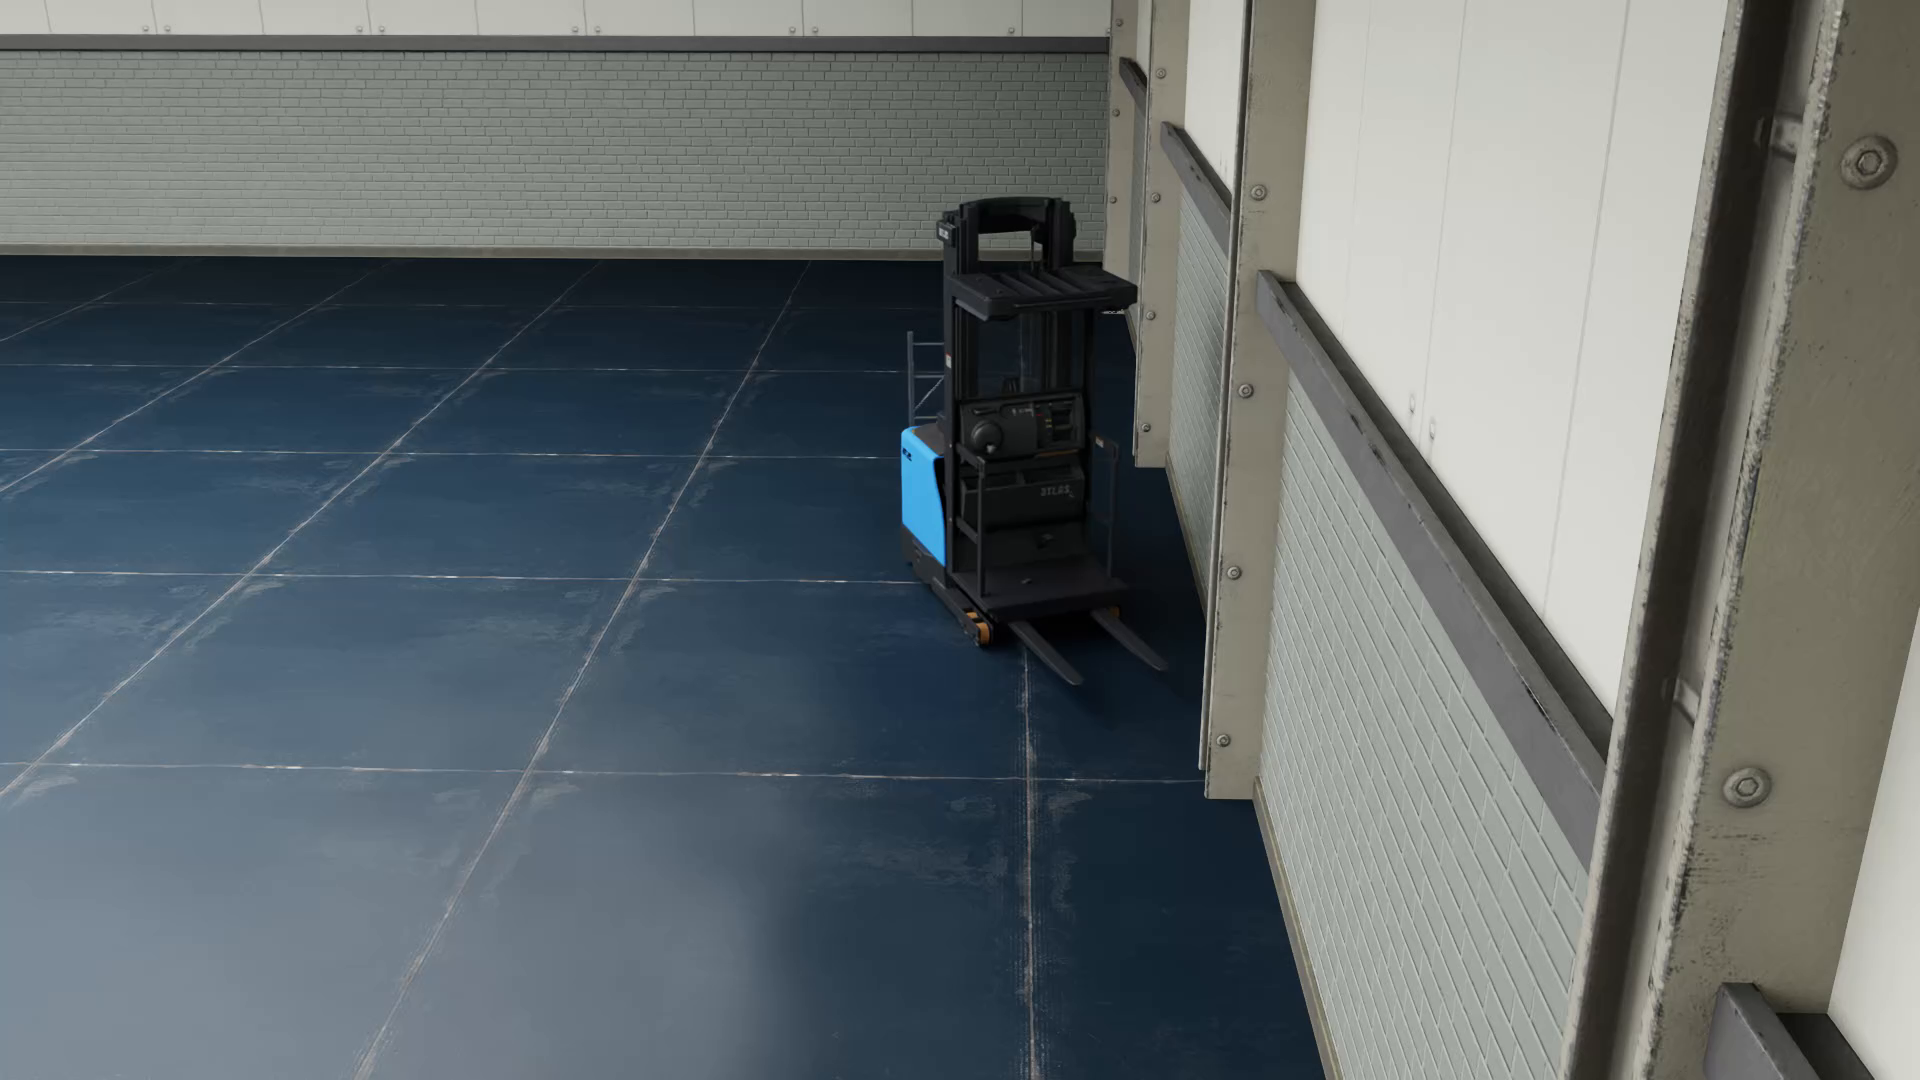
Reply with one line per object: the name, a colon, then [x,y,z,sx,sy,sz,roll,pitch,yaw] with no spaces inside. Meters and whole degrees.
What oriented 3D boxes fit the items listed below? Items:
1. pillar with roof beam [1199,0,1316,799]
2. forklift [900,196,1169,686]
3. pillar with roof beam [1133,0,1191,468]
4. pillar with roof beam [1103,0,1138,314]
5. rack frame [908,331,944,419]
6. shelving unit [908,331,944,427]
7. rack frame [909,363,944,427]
pillar with roof beam: [-2.716,-2.811,8.334,9.100,9.000,0.400,1,21,2]
forklift: [0.518,-0.794,11.524,1.130,2.935,3.031,-8,22,-19]
pillar with roof beam: [-2.534,-4.981,13.925,9.100,9.000,0.400,1,21,2]
pillar with roof beam: [-2.351,-7.150,19.516,9.100,9.000,0.400,1,21,2]
rack frame: [-0.186,-1.039,14.132,0.500,1.500,0.032,-1,21,-2]
shelving unit: [-0.167,-0.852,13.650,0.587,1.500,1.083,-1,21,-2]
rack frame: [-0.149,-0.671,13.185,0.500,1.500,0.032,-1,21,-2]
